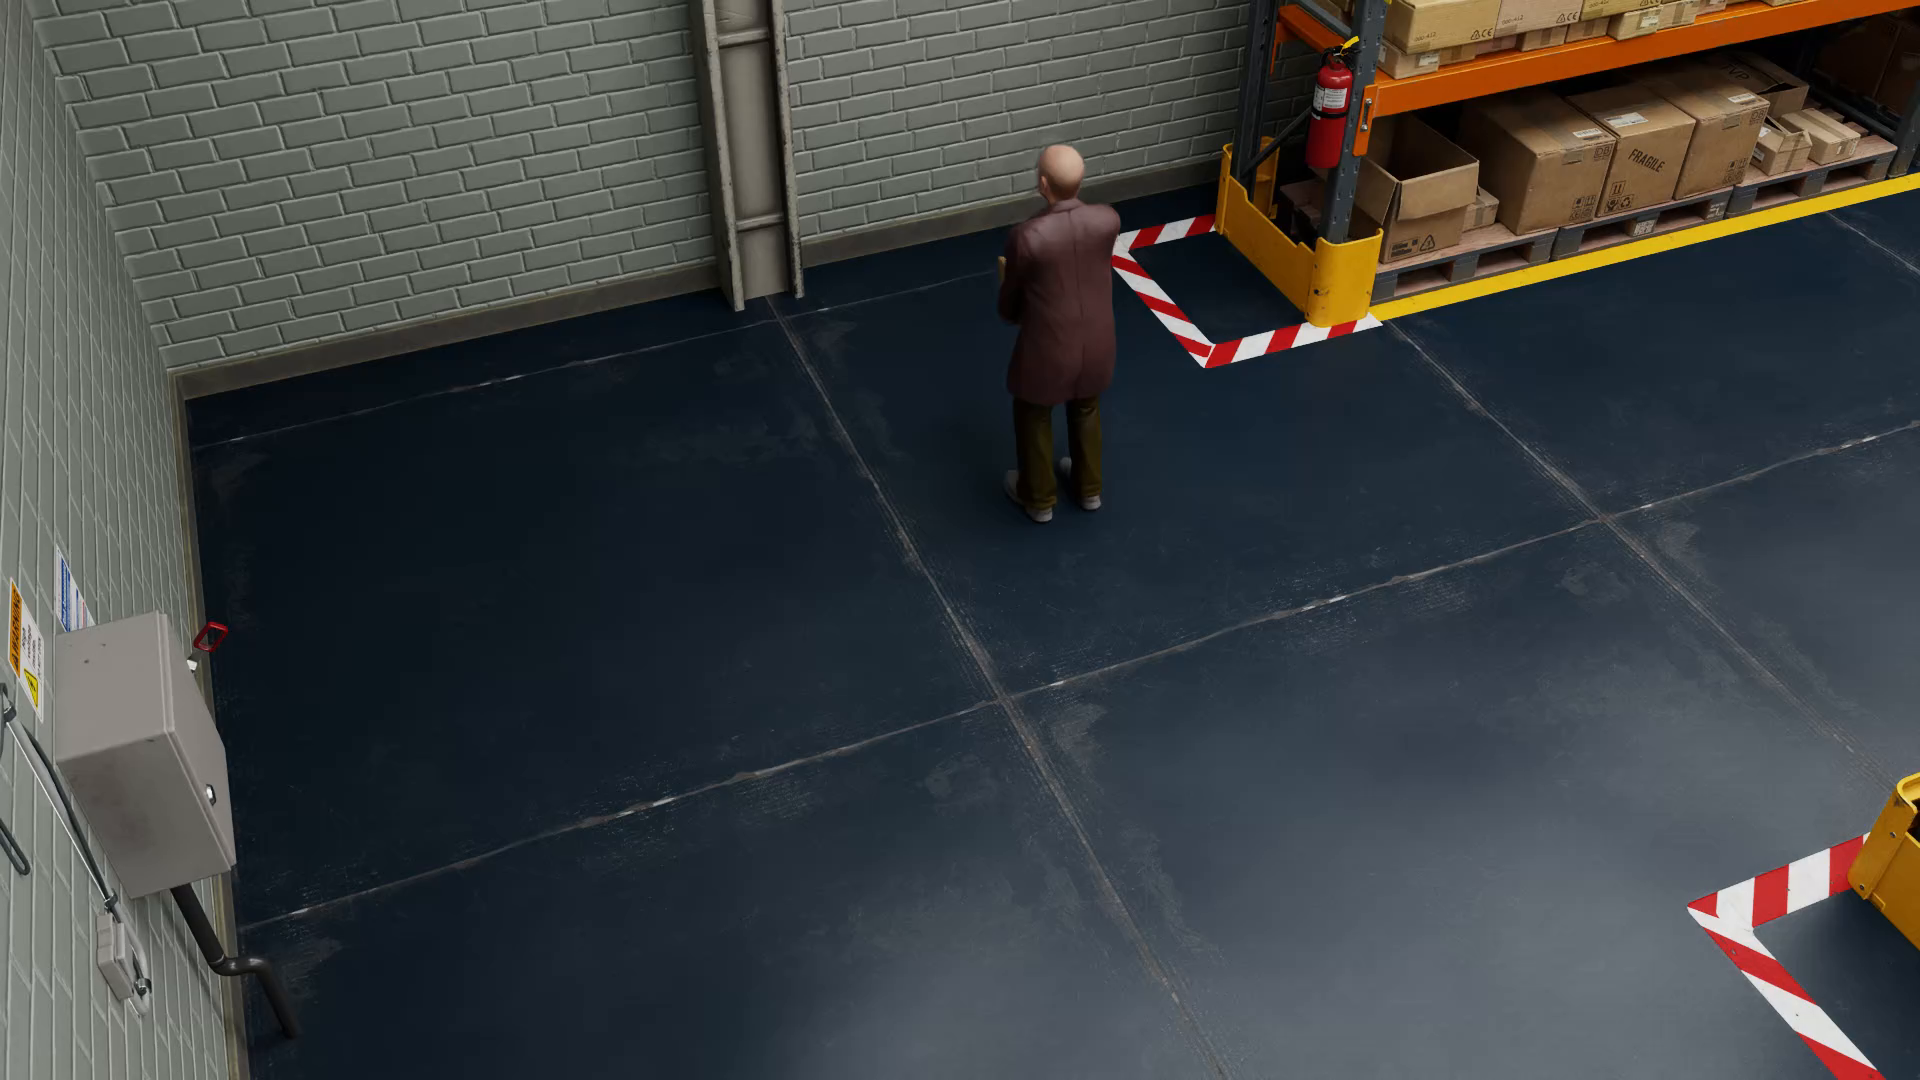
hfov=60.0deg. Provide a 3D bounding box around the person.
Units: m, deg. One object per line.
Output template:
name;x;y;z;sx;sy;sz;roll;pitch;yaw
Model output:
person;0.406;-0.923;7.231;0.528;1.776;0.575;-16;44;-17
